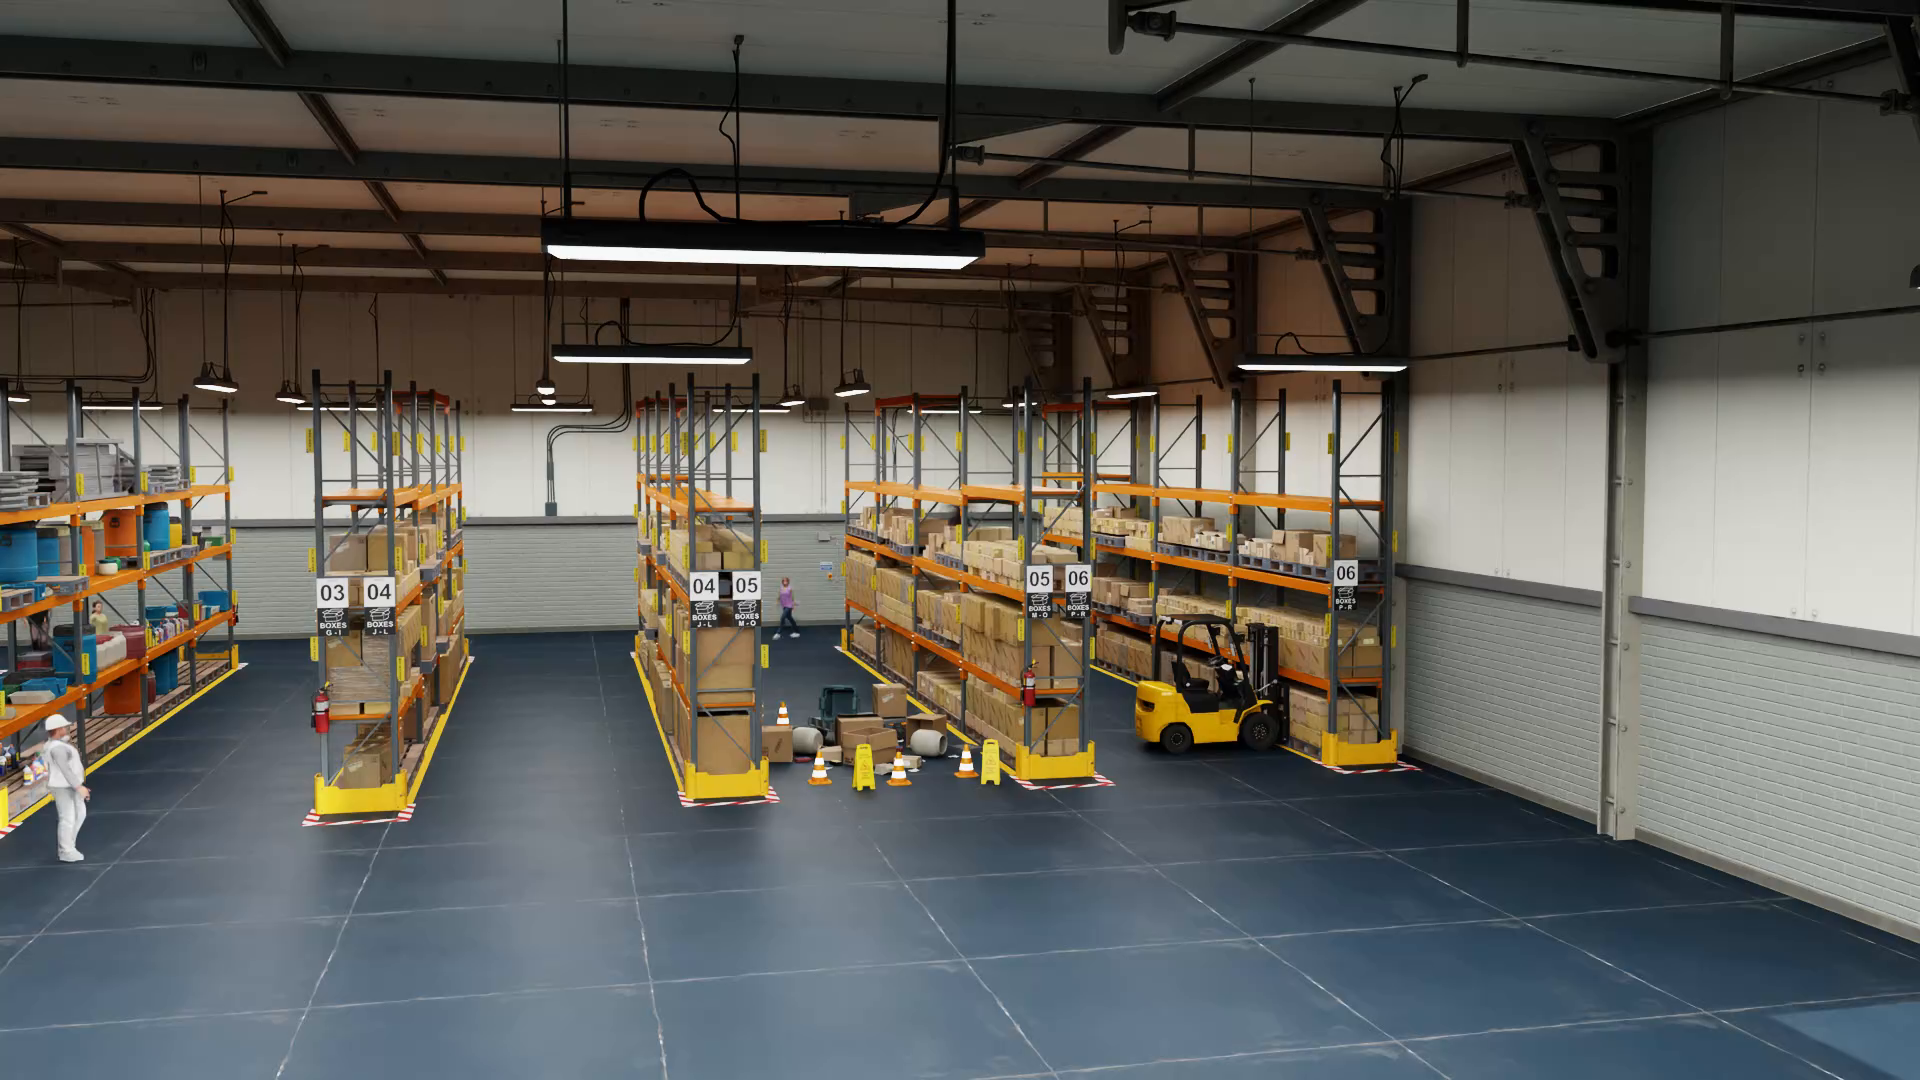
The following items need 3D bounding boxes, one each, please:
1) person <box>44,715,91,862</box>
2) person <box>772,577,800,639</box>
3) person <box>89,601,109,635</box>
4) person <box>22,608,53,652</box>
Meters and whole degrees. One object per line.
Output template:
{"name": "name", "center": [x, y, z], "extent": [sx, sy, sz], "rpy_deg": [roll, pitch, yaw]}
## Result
{"name": "person", "center": [-10.717, 2.987, 20.016], "extent": [0.560, 1.808, 0.618], "rpy_deg": [-1, 3, -11]}
{"name": "person", "center": [-4.496, 1.730, 42.664], "extent": [0.856, 1.569, 0.386], "rpy_deg": [-2, 4, -34]}
{"name": "person", "center": [-18.324, 2.141, 35.413], "extent": [0.350, 1.701, 0.466], "rpy_deg": [0, 3, -4]}
{"name": "person", "center": [-21.326, 1.954, 38.414], "extent": [0.669, 1.689, 0.509], "rpy_deg": [-2, 4, -29]}
